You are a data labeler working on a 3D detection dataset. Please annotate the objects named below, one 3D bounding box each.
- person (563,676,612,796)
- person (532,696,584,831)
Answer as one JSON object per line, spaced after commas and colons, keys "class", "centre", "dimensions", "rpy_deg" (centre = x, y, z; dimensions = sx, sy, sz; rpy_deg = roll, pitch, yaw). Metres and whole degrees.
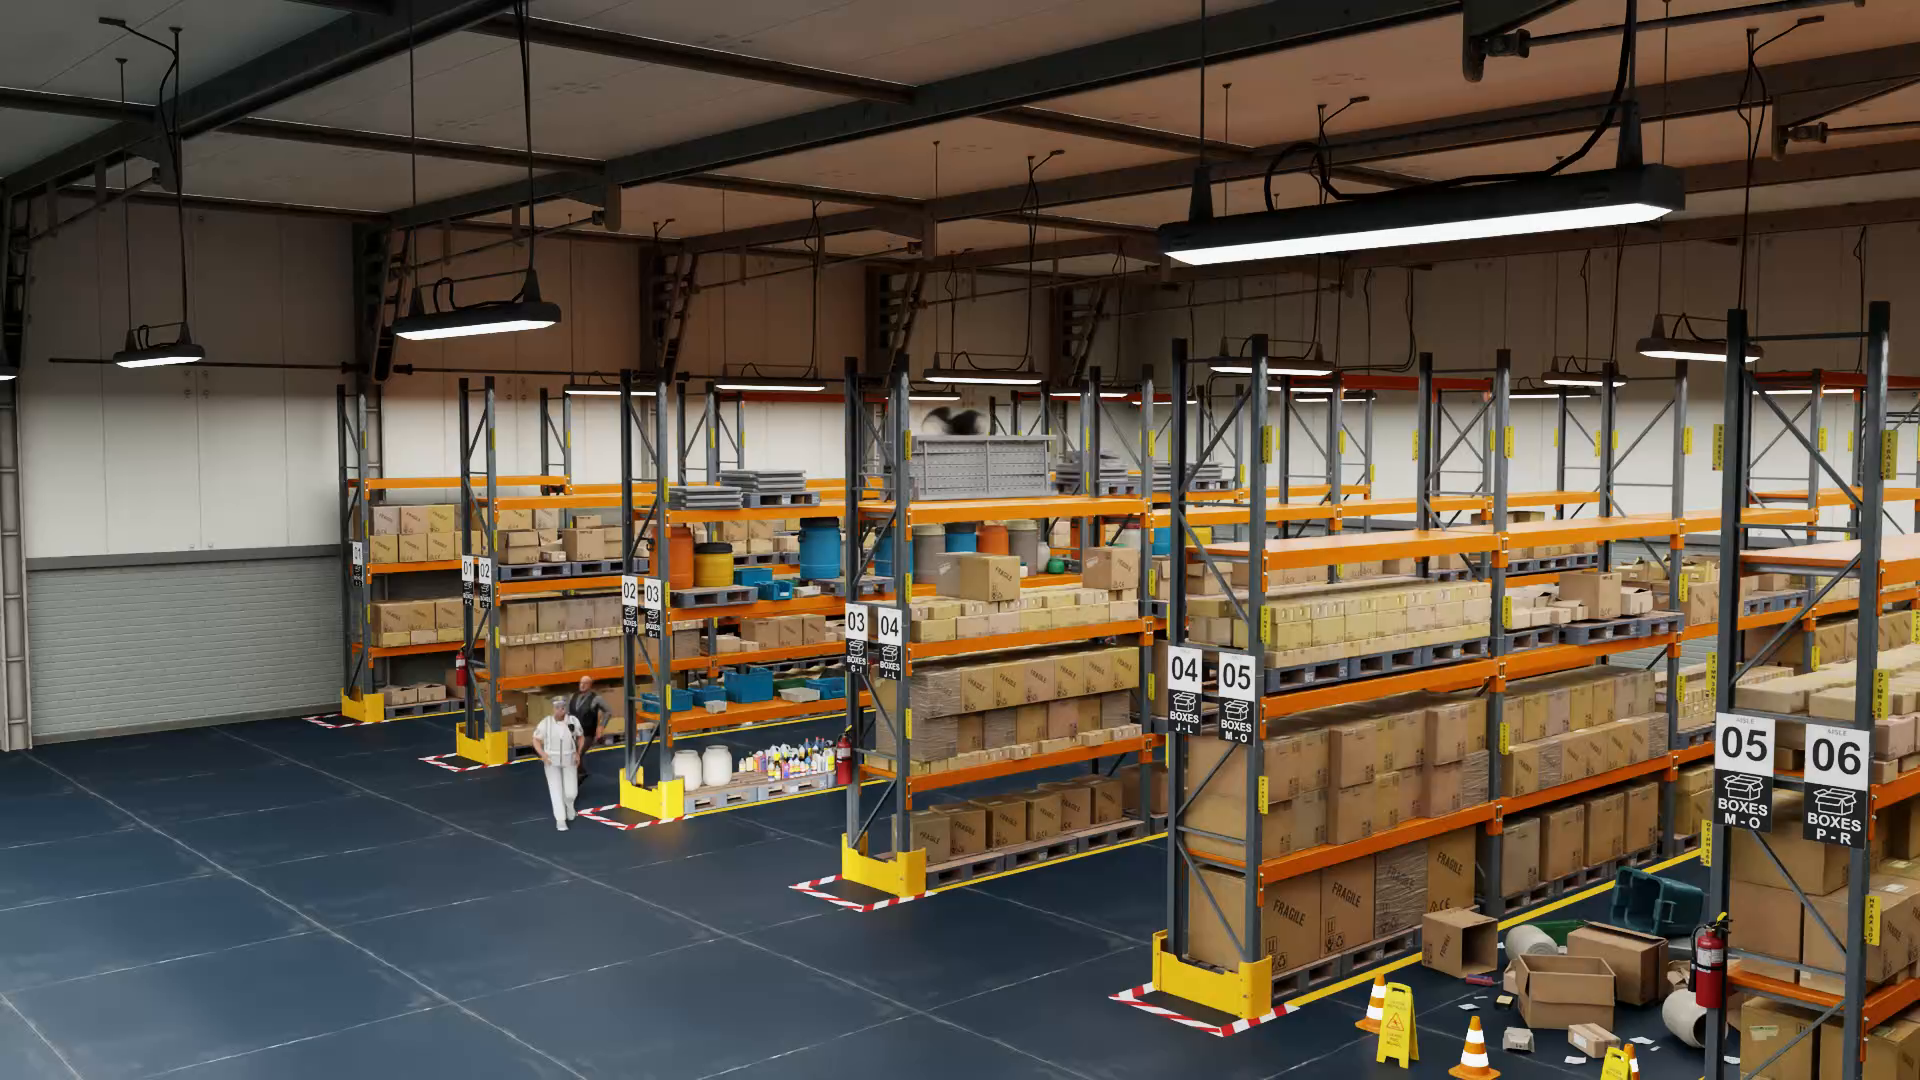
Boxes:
{"class": "person", "centre": [-5.346, 2.766, 23.467], "dimensions": [0.729, 1.706, 0.945], "rpy_deg": [2, 4, 23]}
{"class": "person", "centre": [-5.218, 2.876, 21.641], "dimensions": [0.671, 1.748, 0.581], "rpy_deg": [-1, 4, -18]}
